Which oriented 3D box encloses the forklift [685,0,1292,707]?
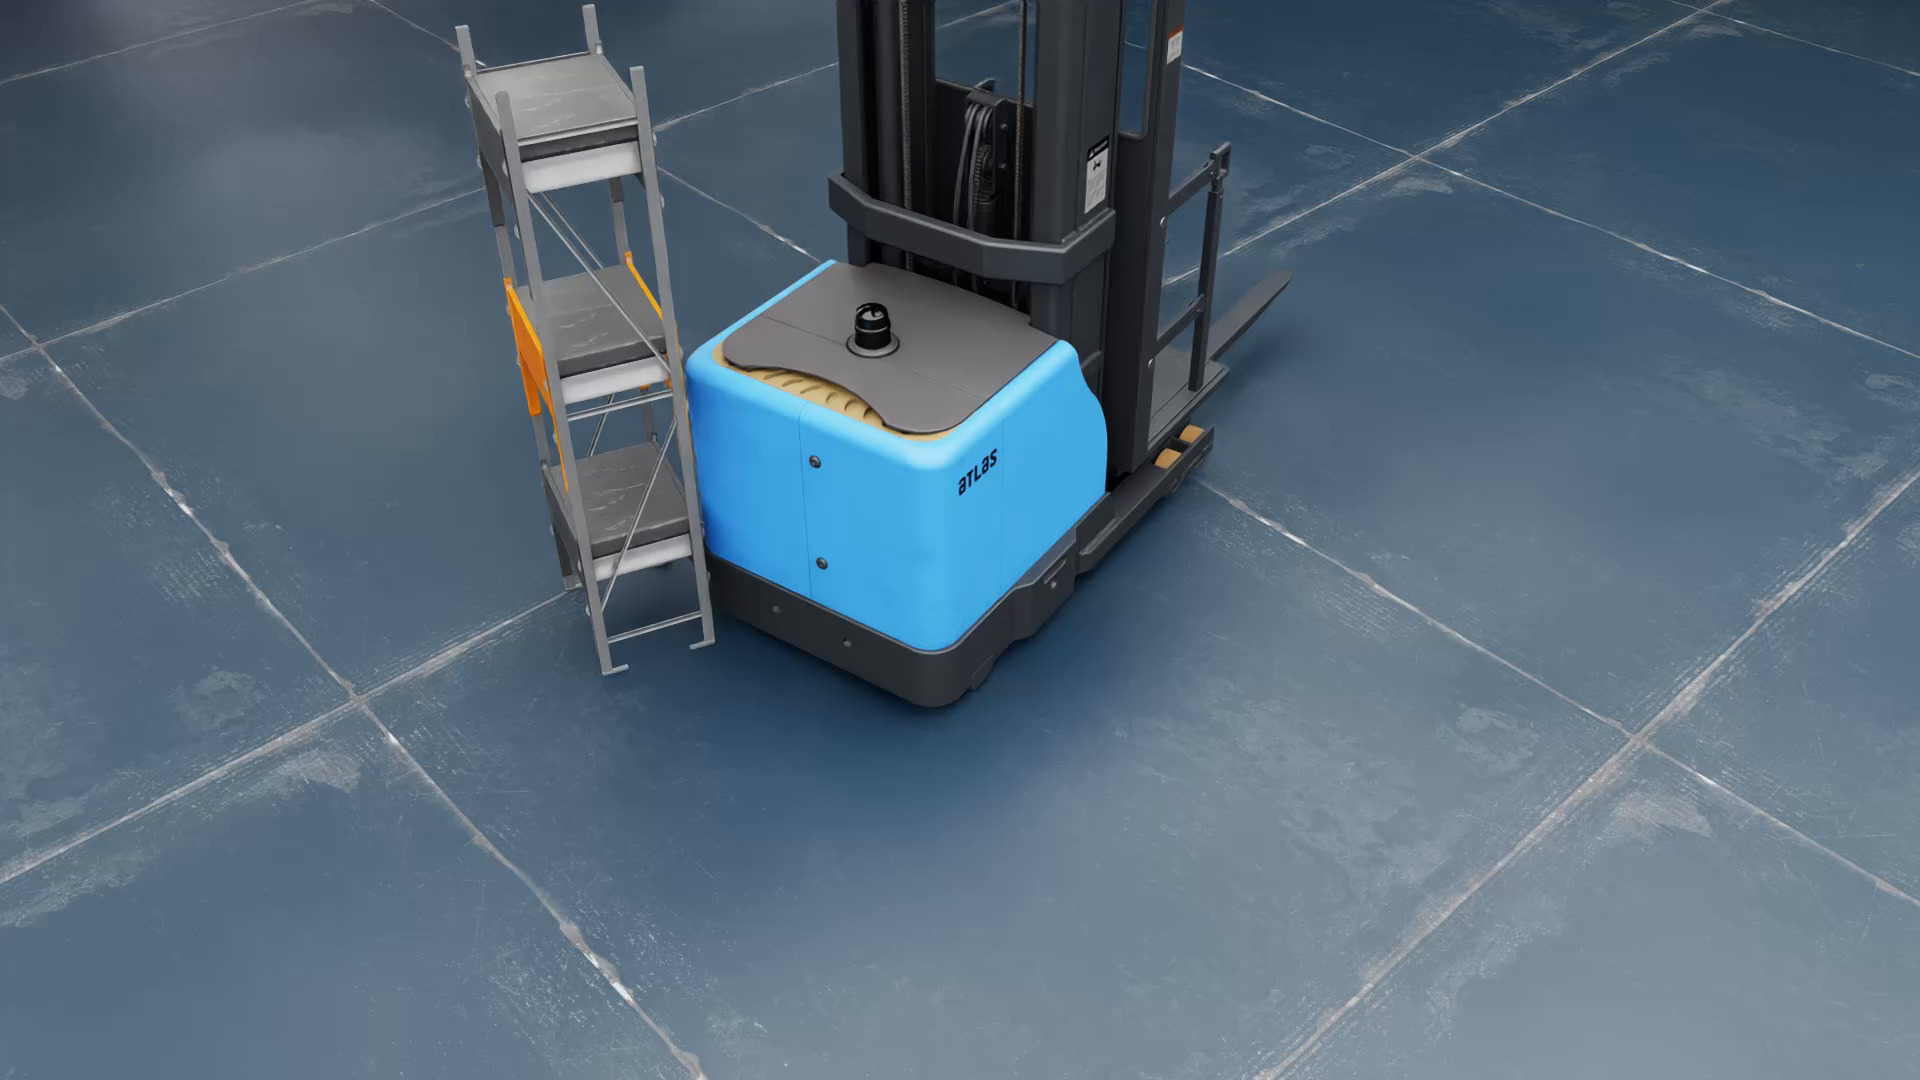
[{"bbox_3d":[0.349,-1.481,5.751,1.130,2.935,3.031,23,44,26],"label":"forklift"}]

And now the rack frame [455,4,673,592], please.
[{"bbox_3d":[-1.245,-0.686,5.428,0.400,2.100,0.015,-16,42,-19],"label":"rack frame"}]

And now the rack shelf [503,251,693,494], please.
[{"bbox_3d":[-1.142,-0.536,5.264,0.431,0.518,0.480,-16,42,-19],"label":"rack shelf"}]

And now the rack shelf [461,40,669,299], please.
[{"bbox_3d":[-1.142,-1.081,4.825,0.431,0.518,0.480,-16,42,-19],"label":"rack shelf"}]

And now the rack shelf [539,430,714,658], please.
[{"bbox_3d":[-1.142,0.008,5.704,0.431,0.518,0.480,-16,42,-19],"label":"rack shelf"}]

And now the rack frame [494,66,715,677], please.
[{"bbox_3d":[-1.038,-0.408,5.084,0.400,2.100,0.015,-16,42,-19],"label":"rack frame"}]

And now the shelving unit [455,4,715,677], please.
[{"bbox_3d":[-1.142,-0.547,5.256,0.431,2.100,0.503,-16,42,-19],"label":"shelving unit"}]
